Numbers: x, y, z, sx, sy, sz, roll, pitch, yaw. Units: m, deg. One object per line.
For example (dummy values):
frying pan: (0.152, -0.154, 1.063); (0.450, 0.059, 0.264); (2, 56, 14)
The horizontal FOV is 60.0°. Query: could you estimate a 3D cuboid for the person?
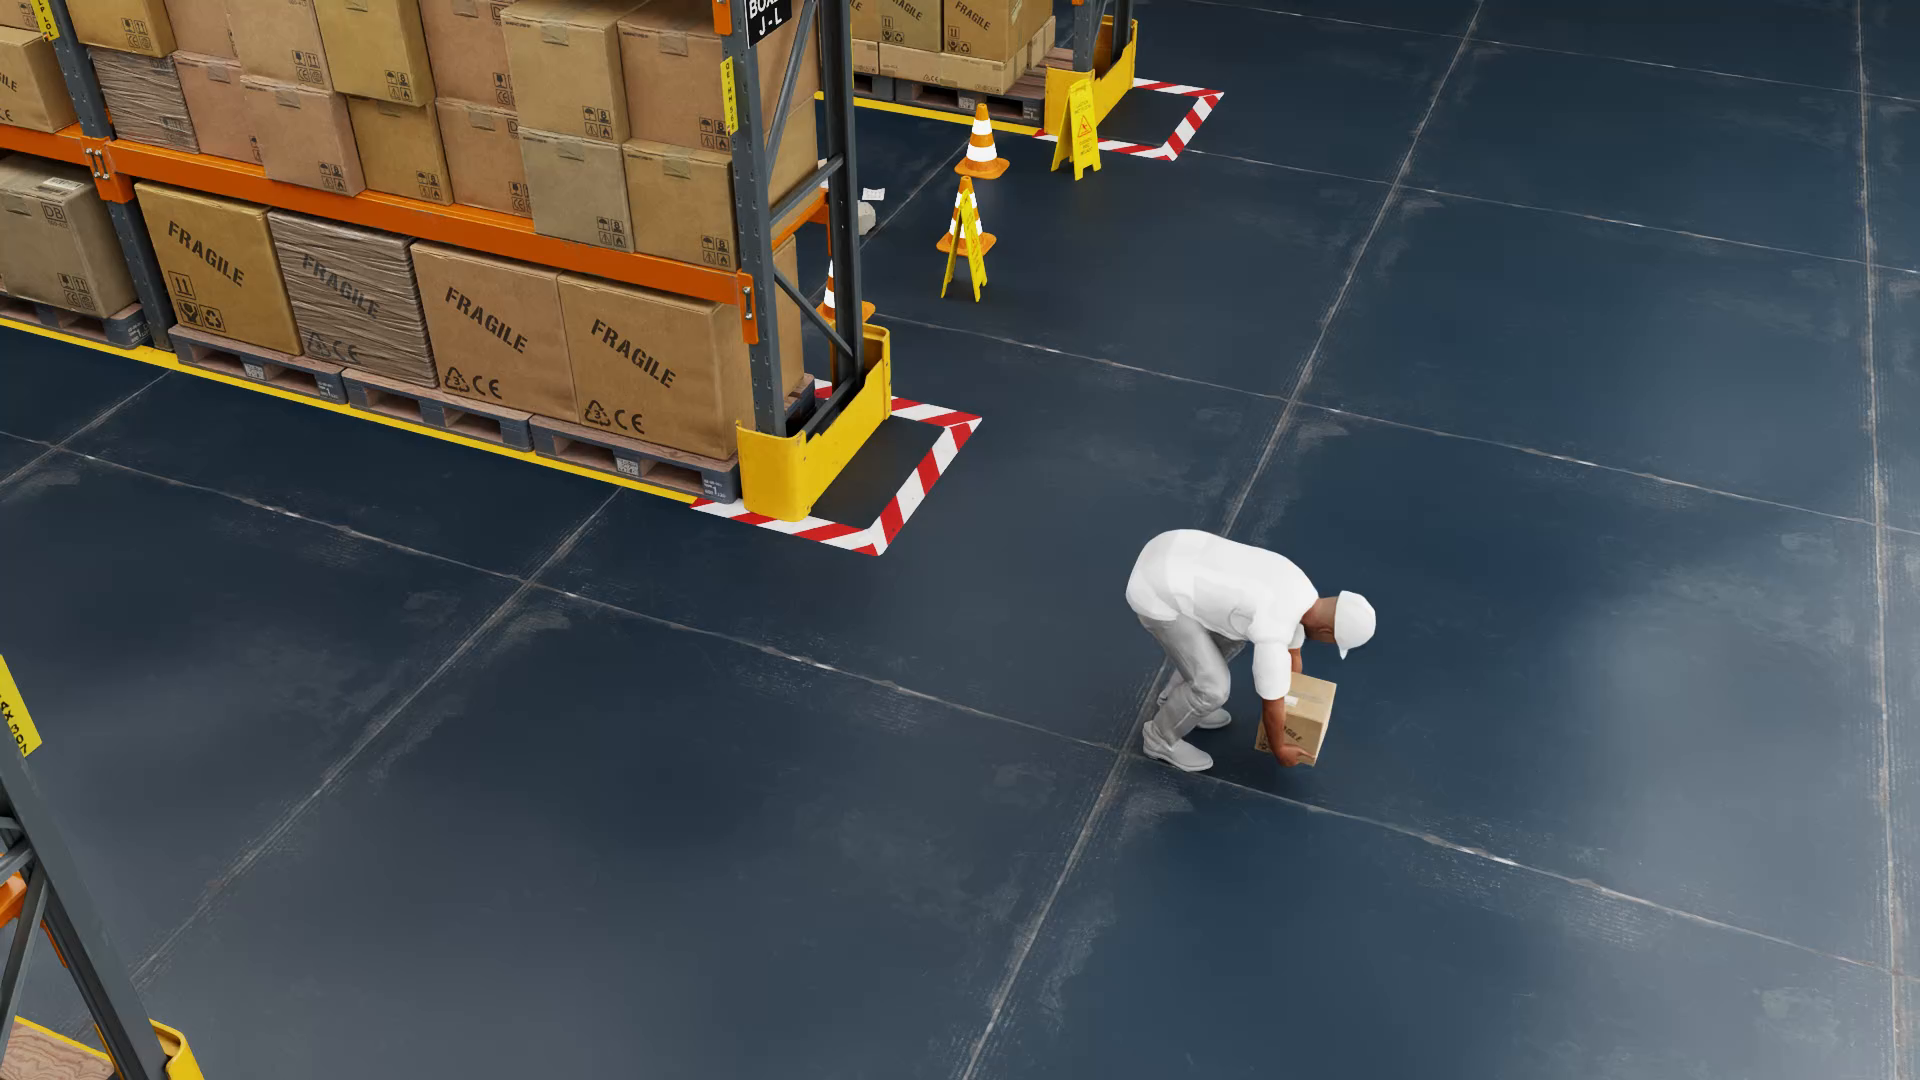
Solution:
person: (1.151, 0.321, 6.662); (0.886, 1.419, 0.475); (13, 39, 17)
